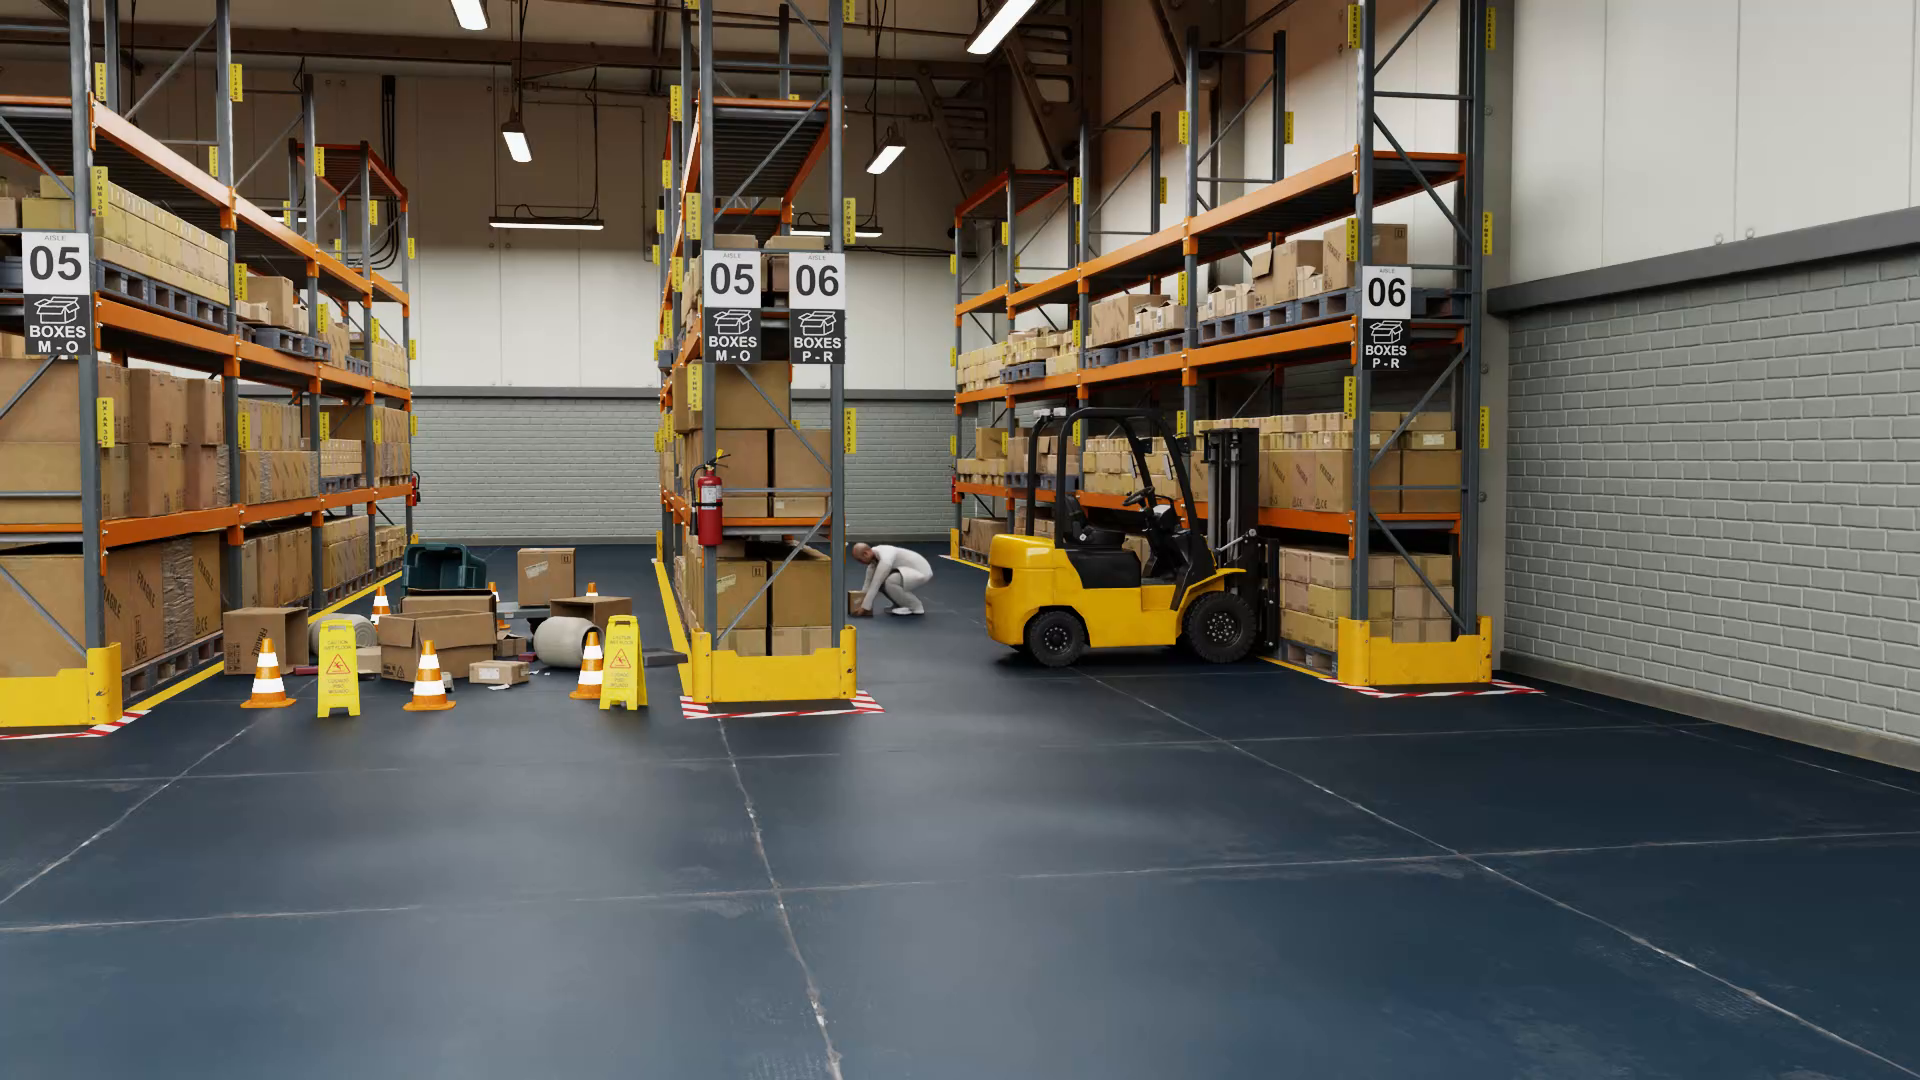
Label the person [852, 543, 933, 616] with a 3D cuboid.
[{"bbox_3d":[-0.763,0.475,18.461,0.922,0.840,0.578,-1,3,-12],"label":"person"}]
